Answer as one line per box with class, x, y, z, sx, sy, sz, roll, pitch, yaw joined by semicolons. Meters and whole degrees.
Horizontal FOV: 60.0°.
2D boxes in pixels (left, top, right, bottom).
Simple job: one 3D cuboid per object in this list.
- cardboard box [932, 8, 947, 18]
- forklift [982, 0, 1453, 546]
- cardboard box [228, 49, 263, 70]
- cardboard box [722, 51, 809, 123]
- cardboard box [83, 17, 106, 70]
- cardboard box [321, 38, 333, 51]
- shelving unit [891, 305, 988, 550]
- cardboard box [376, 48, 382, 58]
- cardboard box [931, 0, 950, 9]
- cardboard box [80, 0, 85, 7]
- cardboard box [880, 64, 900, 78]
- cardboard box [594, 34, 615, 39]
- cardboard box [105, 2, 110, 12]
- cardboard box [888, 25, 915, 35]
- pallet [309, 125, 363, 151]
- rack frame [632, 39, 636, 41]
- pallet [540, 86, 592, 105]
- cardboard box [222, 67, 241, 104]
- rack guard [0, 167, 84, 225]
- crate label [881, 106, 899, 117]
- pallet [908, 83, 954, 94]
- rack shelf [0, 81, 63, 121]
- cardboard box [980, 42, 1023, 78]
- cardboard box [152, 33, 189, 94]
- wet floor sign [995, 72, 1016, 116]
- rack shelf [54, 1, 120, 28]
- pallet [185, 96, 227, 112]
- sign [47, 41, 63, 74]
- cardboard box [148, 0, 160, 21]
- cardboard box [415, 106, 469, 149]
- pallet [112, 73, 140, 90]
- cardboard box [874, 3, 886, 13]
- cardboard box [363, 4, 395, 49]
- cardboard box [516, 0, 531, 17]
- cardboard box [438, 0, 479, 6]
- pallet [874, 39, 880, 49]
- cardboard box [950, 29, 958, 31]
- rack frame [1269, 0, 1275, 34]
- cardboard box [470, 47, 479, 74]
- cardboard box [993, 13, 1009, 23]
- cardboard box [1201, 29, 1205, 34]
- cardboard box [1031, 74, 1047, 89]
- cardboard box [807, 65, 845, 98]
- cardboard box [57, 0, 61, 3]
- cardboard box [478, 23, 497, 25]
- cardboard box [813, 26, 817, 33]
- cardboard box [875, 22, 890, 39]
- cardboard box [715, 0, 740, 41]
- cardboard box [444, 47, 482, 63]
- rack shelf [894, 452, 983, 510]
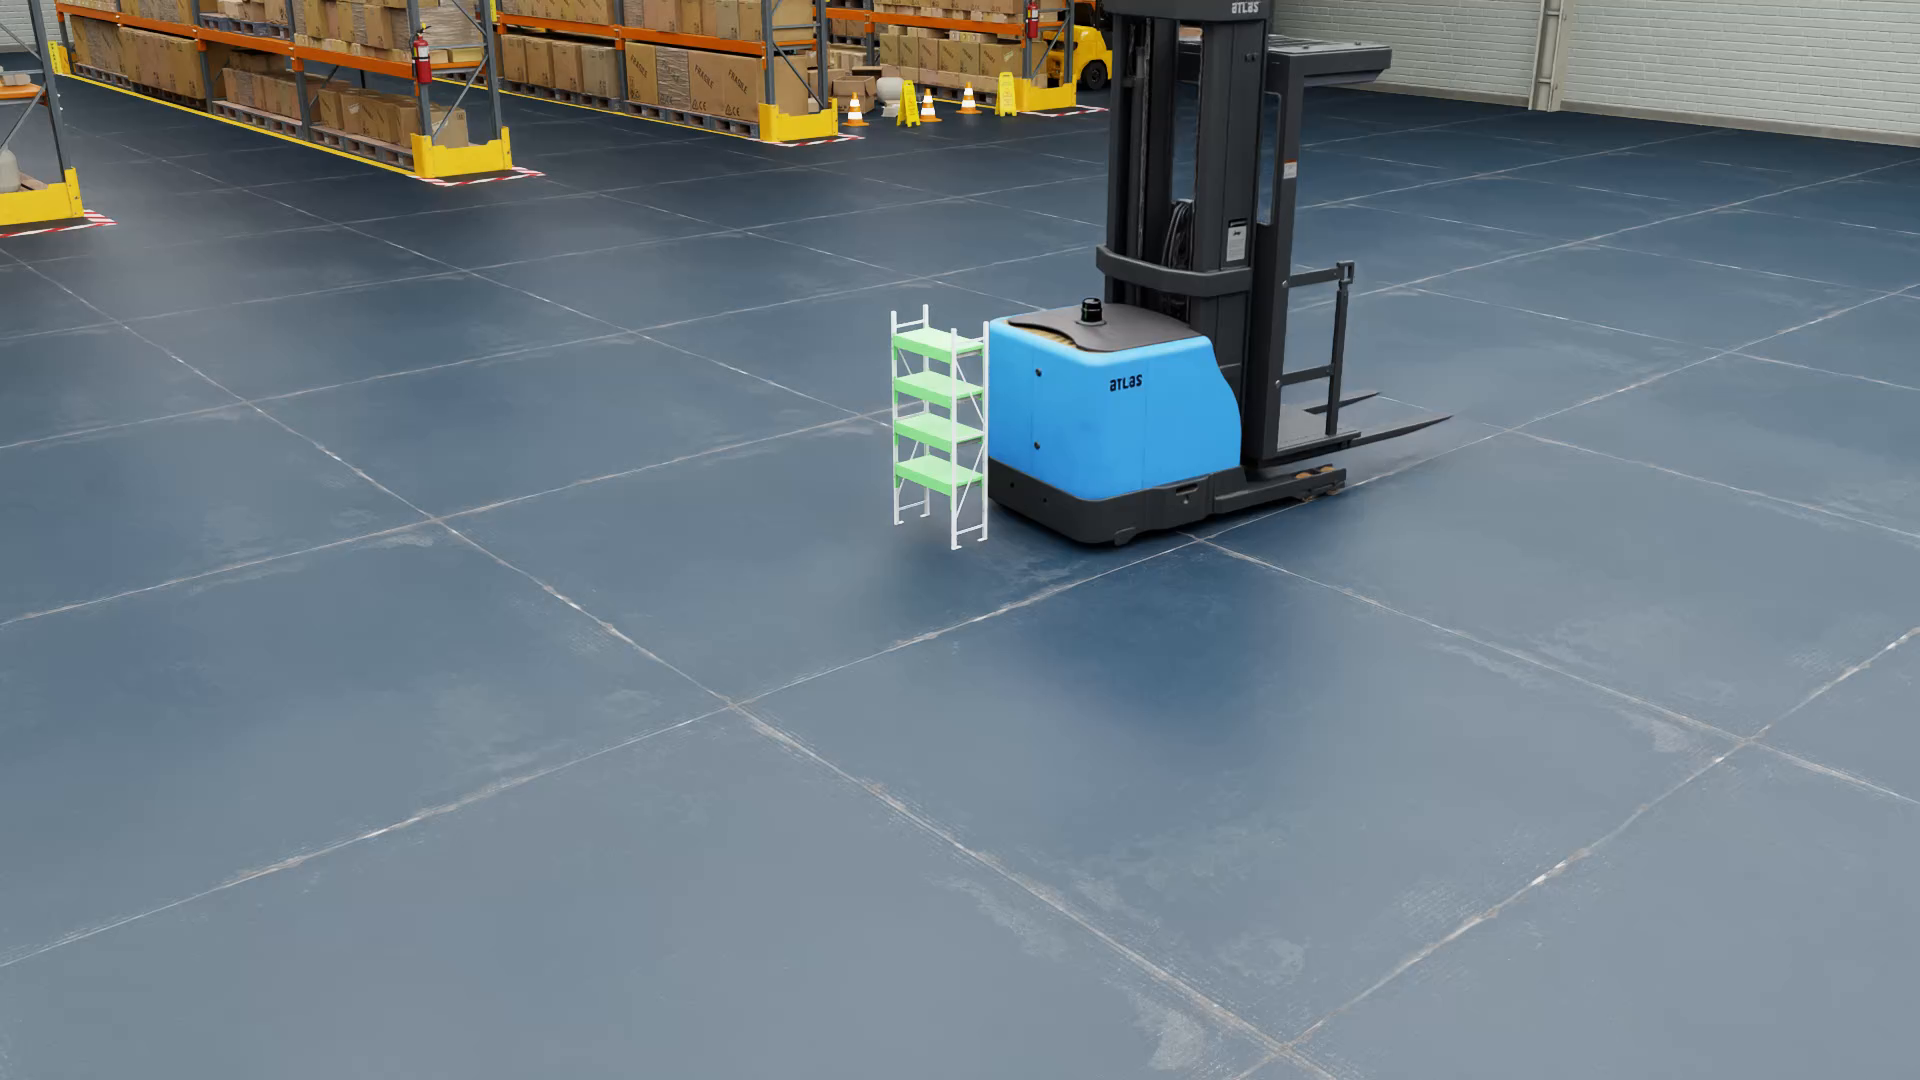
cardboard box;-0.238;-8.719;27.475;0.380;0.149;0.250;-18;27;-38
forklift;1.632;-1.730;9.381;3.031;2.935;1.130;-14;25;-31
cardboard box;-10.873;-7.376;25.498;0.500;0.250;0.500;-16;27;-35
cardboard box;-2.780;-6.484;23.763;0.875;0.875;0.875;-17;27;-37
cardboard box;-15.483;-9.171;30.623;0.875;0.875;0.875;-17;27;-37
cardboard box;-8.170;-6.530;21.888;0.380;0.149;0.250;-17;27;-37
shelving unit;-0.108;-0.604;8.882;0.258;1.200;0.503;-17;27;-37
cardboard box;-7.102;-6.144;20.901;0.380;0.149;0.250;-17;27;-37
cardboard box;-0.130;-9.005;27.317;0.500;0.500;0.500;-17;27;-37
cardboard box;-15.568;-9.656;29.868;0.380;0.149;0.250;-18;28;-39
cardboard box;-1.034;-8.105;28.760;0.500;0.250;0.500;-19;28;-40
cardboard box;-7.350;-11.077;36.089;0.875;0.438;0.875;-18;28;-39
cardboard box;-14.560;-9.229;28.779;0.380;0.149;0.250;-17;27;-36
cardboard box;-0.998;-8.708;28.380;0.380;0.149;0.250;-17;27;-37
pallet;-8.257;-5.583;22.948;1.003;0.211;1.213;-17;27;-37
rack frame;-6.437;-11.628;34.559;1.000;3.000;0.127;-17;27;-37
pallet;-6.260;-7.445;27.704;1.003;0.211;1.213;-17;27;-37
cardboard box;-10.881;-7.024;25.629;0.700;0.500;0.500;-19;28;-40
rack guard;-9.949;-3.620;17.541;1.175;0.500;0.348;-17;27;-37
crate label;-1.041;-6.635;25.738;0.298;0.136;0.250;7;23;18
pallet;-0.749;-7.942;28.972;1.003;0.211;1.213;-17;27;-37
rack shelf;-11.169;-4.992;18.602;1.077;0.370;4.000;-17;27;-37
cardboard box;0.676;-7.736;26.789;0.500;0.500;0.500;-17;27;-37
cardboard box;-12.344;-7.813;27.158;1.225;0.875;0.875;-17;27;-37
wet floor sign;0.710;-6.909;25.739;0.267;0.644;0.232;-8;23;-19
rack shelf;-15.250;-9.486;30.077;1.077;0.370;4.000;-17;27;-37
pallet;-11.791;-7.101;26.824;1.003;0.211;1.213;-17;27;-37
sign;-9.444;-5.033;17.341;0.100;0.325;0.005;-17;27;-37
cardboard box;-12.837;-8.710;26.972;0.500;0.500;0.500;-17;27;-36
cardboard box;-6.506;-5.161;20.901;0.500;0.500;0.500;-12;24;-28
pallet;-14.381;-8.199;29.628;1.003;0.211;1.213;-17;27;-37
cardboard box;-1.252;-9.137;28.544;0.380;0.149;0.250;-18;27;-38
cardboard box;-6.867;-6.406;20.683;0.875;0.500;0.500;-17;27;-37
cardboard box;-7.087;-9.035;27.801;0.500;0.500;0.500;-18;28;-38
cardboard box;-6.264;-6.821;20.369;0.500;0.500;0.500;-17;27;-37
pallet;-1.319;-10.959;36.675;1.003;0.211;1.213;-17;27;-37
cardboard box;0.329;-10.620;34.665;0.875;0.625;0.625;-16;27;-36
rack frame;5.154;-9.495;29.113;1.000;3.000;0.127;-17;27;-37
cardboard box;-8.473;-8.612;29.710;0.500;0.500;0.500;-16;27;-35
cardboard box;0.741;-8.291;26.385;0.380;0.149;0.250;-18;28;-38
cardboard box;4.617;-8.929;29.491;0.500;0.250;0.500;-16;27;-36
cardboard box;1.079;-7.516;27.256;0.500;0.250;0.500;-18;28;-38
cardboard box;-2.285;-7.352;26.879;0.797;0.637;0.503;-17;27;-37
cardboard box;-16.573;-10.080;30.952;0.380;0.149;0.250;-17;27;-37
cardboard box;-8.762;-9.369;30.615;0.500;0.250;0.500;-19;28;-40
cardboard box;-3.265;-11.763;38.236;0.380;0.149;0.250;-18;28;-39
cardboard box;-1.522;-11.226;36.385;0.500;0.500;0.500;-19;28;-39
cardboard box;-2.940;-7.414;23.596;0.875;0.550;0.550;-17;27;-37
cardboard box;-6.117;-5.972;20.462;0.380;0.149;0.250;-17;27;-37
rack shelf;-0.108;-0.321;8.993;0.258;0.148;0.480;-17;27;-37
